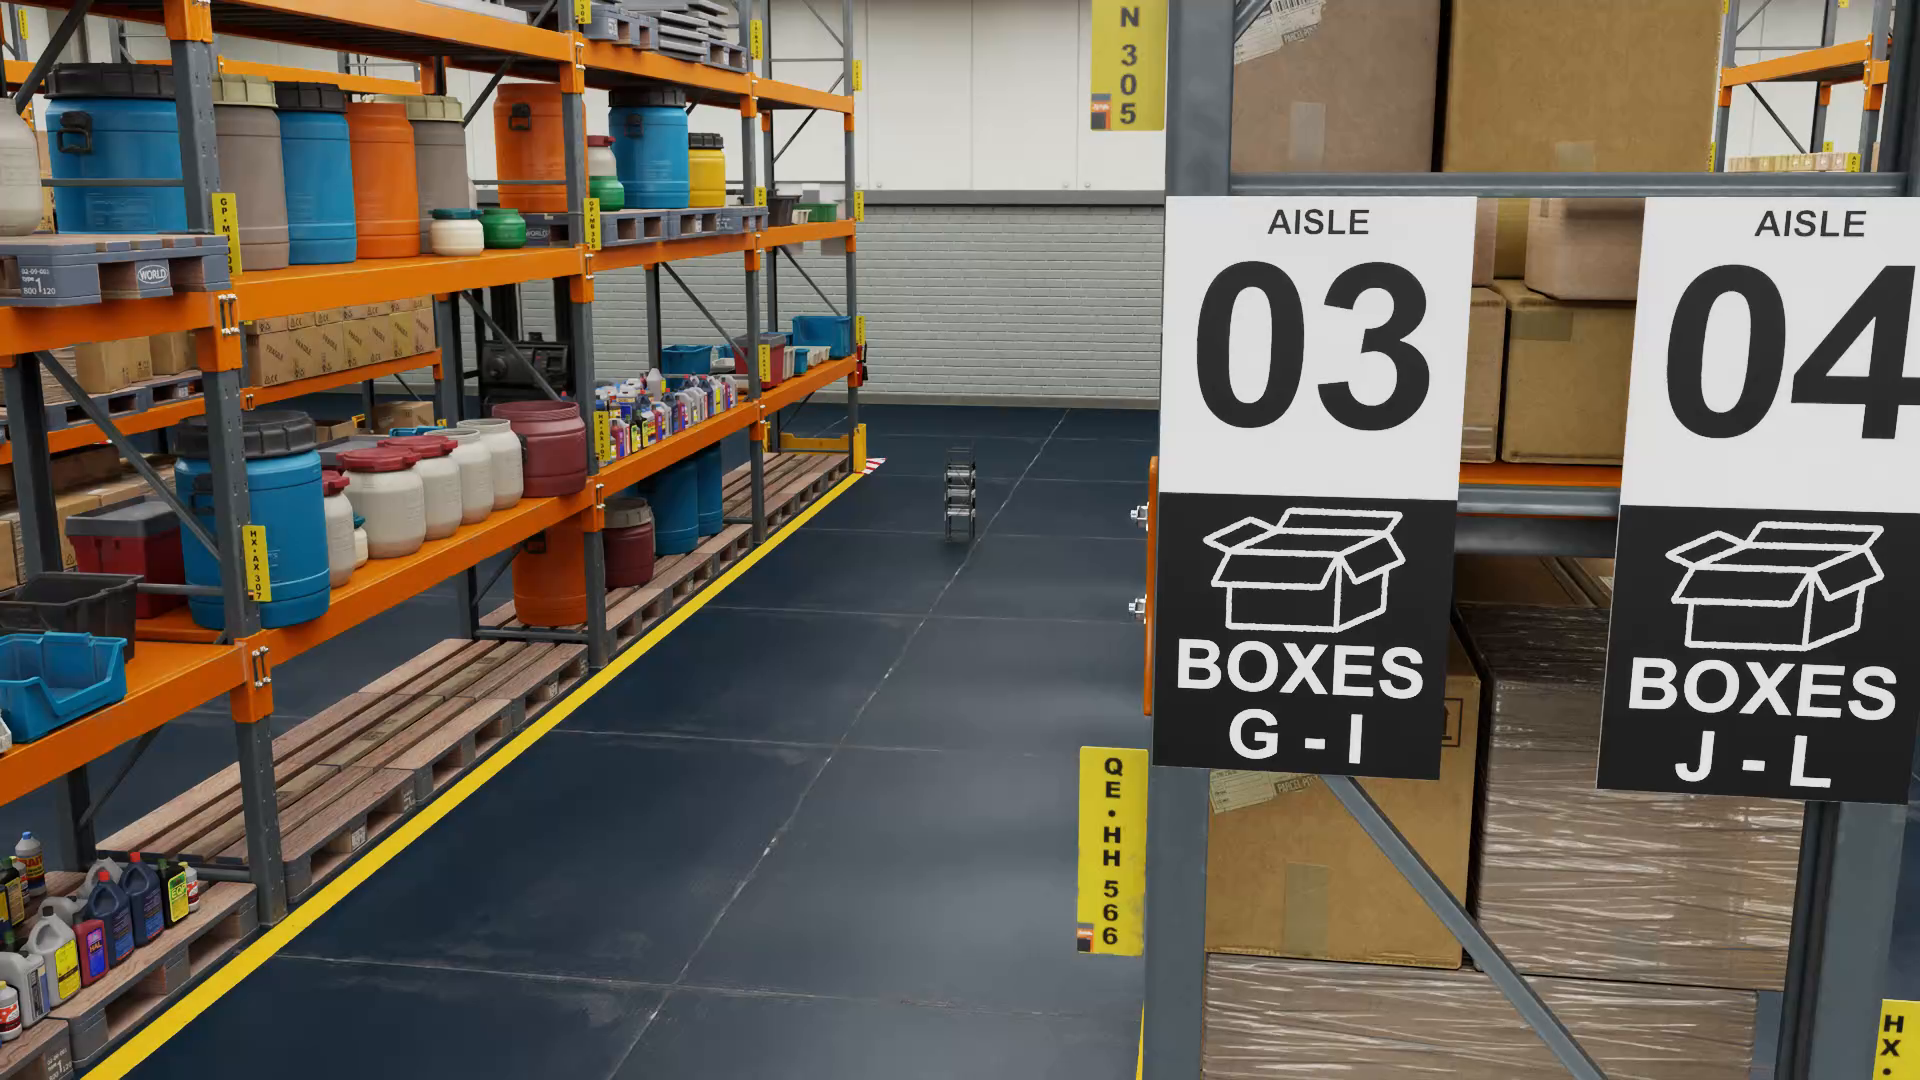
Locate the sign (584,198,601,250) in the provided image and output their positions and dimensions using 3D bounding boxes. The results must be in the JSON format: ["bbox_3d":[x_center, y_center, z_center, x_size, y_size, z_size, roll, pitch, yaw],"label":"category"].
[{"bbox_3d":[-2.347,-2.017,10.618,0.100,0.325,0.005,2,12,9],"label":"sign"}]

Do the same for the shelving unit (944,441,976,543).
[{"bbox_3d":[0.001,-0.442,15.163,0.258,0.900,0.210,2,12,9],"label":"shelving unit"}]

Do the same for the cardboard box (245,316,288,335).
[{"bbox_3d":[-6.820,-2.239,15.907,0.500,0.500,0.500,2,12,10],"label":"cardboard box"}]

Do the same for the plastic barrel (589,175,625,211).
[{"bbox_3d":[-2.502,-2.427,11.643,0.294,0.245,0.294,0,12,0],"label":"plastic barrel"}]

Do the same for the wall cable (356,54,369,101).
[{"bbox_3d":[-7.555,-7.566,24.381,3.097,2.526,0.112,2,12,9],"label":"wall cable"}]

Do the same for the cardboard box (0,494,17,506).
[{"bbox_3d":[-7.794,-0.083,13.402,0.500,0.500,0.500,1,12,7],"label":"cardboard box"}]

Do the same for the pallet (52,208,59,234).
[{"bbox_3d":[-7.497,-2.637,13.693,1.213,0.211,1.003,2,12,9],"label":"pallet"}]

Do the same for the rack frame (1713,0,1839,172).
[{"bbox_3d":[8.118,-4.874,16.506,1.000,3.000,0.127,2,12,9],"label":"rack frame"}]

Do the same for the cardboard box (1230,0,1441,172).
[{"bbox_3d":[0.760,-1.028,3.651,0.500,0.500,0.500,2,12,9],"label":"cardboard box"}]

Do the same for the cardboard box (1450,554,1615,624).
[{"bbox_3d":[1.210,0.315,3.351,0.500,0.500,0.500,2,12,9],"label":"cardboard box"}]

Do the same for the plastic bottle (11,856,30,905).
[{"bbox_3d":[-4.005,1.441,7.043,0.097,0.201,0.097,0,12,0],"label":"plastic bottle"}]

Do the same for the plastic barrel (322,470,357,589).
[{"bbox_3d":[-3.143,-0.044,8.012,0.433,0.535,0.433,0,12,0],"label":"plastic barrel"}]

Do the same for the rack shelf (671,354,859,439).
[{"bbox_3d":[-1.969,-1.516,16.870,1.077,0.370,4.000,2,12,9],"label":"rack shelf"}]

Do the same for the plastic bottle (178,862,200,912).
[{"bbox_3d":[-3.255,1.453,6.986,0.097,0.201,0.097,0,12,0],"label":"plastic bottle"}]

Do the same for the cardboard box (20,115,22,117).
[{"bbox_3d":[-7.555,-3.086,12.721,0.500,0.500,0.500,2,12,9],"label":"cardboard box"}]

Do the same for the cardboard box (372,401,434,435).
[{"bbox_3d":[-6.396,-1.317,19.129,0.500,0.500,0.500,2,12,9],"label":"cardboard box"}]

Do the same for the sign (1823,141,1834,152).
[{"bbox_3d":[8.663,-3.818,16.626,0.100,0.325,0.005,2,12,9],"label":"sign"}]

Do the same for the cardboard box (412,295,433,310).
[{"bbox_3d":[-6.352,-2.881,18.887,0.500,0.500,0.500,2,12,8],"label":"cardboard box"}]

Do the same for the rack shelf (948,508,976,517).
[{"bbox_3d":[0.001,-0.233,15.208,0.258,0.077,0.200,2,12,9],"label":"rack shelf"}]

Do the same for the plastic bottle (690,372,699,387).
[{"bbox_3d":[-2.237,-1.229,13.952,0.144,0.351,0.185,2,12,9],"label":"plastic bottle"}]

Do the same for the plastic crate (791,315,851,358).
[{"bbox_3d":[-1.528,-2.254,18.364,0.616,0.435,0.499,2,12,9],"label":"plastic crate"}]

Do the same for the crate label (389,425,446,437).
[{"bbox_3d":[-3.312,-0.437,10.076,0.502,0.435,0.616,2,12,9],"label":"crate label"}]

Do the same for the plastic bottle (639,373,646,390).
[{"bbox_3d":[-2.775,-1.304,14.456,0.061,0.283,0.133,2,12,9],"label":"plastic bottle"}]

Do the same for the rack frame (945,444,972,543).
[{"bbox_3d":[-0.014,-0.420,15.065,0.240,0.900,0.006,2,12,9],"label":"rack frame"}]

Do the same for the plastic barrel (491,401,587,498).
[{"bbox_3d":[-2.664,-0.578,10.490,0.600,0.536,0.708,2,12,9],"label":"plastic barrel"}]

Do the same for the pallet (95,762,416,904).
[{"bbox_3d":[-3.425,1.413,8.193,1.003,0.211,1.213,2,12,9],"label":"pallet"}]

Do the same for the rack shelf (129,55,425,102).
[{"bbox_3d":[-6.863,-4.608,16.986,1.077,0.370,4.000,2,12,9],"label":"rack shelf"}]

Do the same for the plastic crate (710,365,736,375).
[{"bbox_3d":[-2.370,-1.587,16.006,0.437,0.125,0.590,2,12,9],"label":"plastic crate"}]

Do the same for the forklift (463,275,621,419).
[{"bbox_3d":[-4.475,-1.822,16.747,1.130,2.935,3.031,3,12,12],"label":"forklift"}]

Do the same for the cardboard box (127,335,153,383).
[{"bbox_3d":[-7.508,-1.630,14.458,0.700,0.500,0.500,4,13,18],"label":"cardboard box"}]

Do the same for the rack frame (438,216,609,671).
[{"bbox_3d":[-2.892,-0.618,10.998,1.000,3.000,0.127,2,12,9],"label":"rack frame"}]

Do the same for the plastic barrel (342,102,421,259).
[{"bbox_3d":[-3.333,-1.994,9.245,0.600,0.830,0.708,2,12,9],"label":"plastic barrel"}]

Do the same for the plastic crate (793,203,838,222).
[{"bbox_3d":[-1.531,-3.432,17.437,0.450,0.188,0.336,2,12,9],"label":"plastic crate"}]

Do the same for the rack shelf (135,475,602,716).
[{"bbox_3d":[-3.199,0.150,9.142,1.077,0.370,4.000,2,12,9],"label":"rack shelf"}]

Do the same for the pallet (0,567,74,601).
[{"bbox_3d":[-7.634,0.430,12.756,1.003,0.211,1.213,2,12,9],"label":"pallet"}]

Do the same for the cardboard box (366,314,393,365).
[{"bbox_3d":[-6.514,-2.180,18.007,0.500,0.500,0.500,2,12,9],"label":"cardboard box"}]

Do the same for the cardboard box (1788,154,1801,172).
[{"bbox_3d":[7.454,-3.285,14.476,0.380,0.149,0.250,2,12,8],"label":"cardboard box"}]

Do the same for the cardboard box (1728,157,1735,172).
[{"bbox_3d":[7.843,-3.714,16.464,0.380,0.149,0.250,2,12,8],"label":"cardboard box"}]

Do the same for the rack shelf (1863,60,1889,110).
[{"bbox_3d":[7.195,-3.078,10.828,1.077,0.370,4.000,2,12,9],"label":"rack shelf"}]

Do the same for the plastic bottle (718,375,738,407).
[{"bbox_3d":[-2.018,-1.298,14.446,0.152,0.276,0.135,2,12,9],"label":"plastic bottle"}]

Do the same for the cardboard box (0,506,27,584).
[{"bbox_3d":[-7.358,0.033,12.867,0.500,0.500,0.500,1,12,7],"label":"cardboard box"}]

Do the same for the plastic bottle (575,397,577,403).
[{"bbox_3d":[-2.966,-0.961,12.868,0.061,0.283,0.133,2,12,9],"label":"plastic bottle"}]

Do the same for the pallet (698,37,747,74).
[{"bbox_3d":[-2.374,-3.922,13.488,1.003,0.211,1.213,2,12,9],"label":"pallet"}]

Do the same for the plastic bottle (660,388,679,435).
[{"bbox_3d":[-2.264,-0.996,12.866,0.144,0.351,0.185,2,12,9],"label":"plastic bottle"}]

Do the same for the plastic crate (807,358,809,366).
[{"bbox_3d":[-1.713,-1.827,17.093,0.298,0.136,0.250,2,12,9],"label":"plastic crate"}]

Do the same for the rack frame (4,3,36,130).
[{"bbox_3d":[-11.451,-5.537,19.583,1.000,3.000,0.127,2,12,9],"label":"rack frame"}]

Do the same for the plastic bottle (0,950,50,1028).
[{"bbox_3d":[-3.429,1.615,6.056,0.152,0.276,0.135,2,12,10],"label":"plastic bottle"}]

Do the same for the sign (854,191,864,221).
[{"bbox_3d":[-1.115,-3.684,18.354,0.100,0.325,0.005,2,12,9],"label":"sign"}]

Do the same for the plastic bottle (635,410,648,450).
[{"bbox_3d":[-2.334,-0.812,12.172,0.061,0.283,0.133,2,12,9],"label":"plastic bottle"}]

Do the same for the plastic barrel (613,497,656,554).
[{"bbox_3d":[-2.661,-0.065,13.341,0.421,0.512,0.421,0,12,0],"label":"plastic barrel"}]

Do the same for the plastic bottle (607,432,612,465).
[{"bbox_3d":[-2.461,-0.658,11.489,0.097,0.271,0.097,0,12,0],"label":"plastic bottle"}]

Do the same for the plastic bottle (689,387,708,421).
[{"bbox_3d":[-2.152,-1.117,13.606,0.152,0.276,0.135,2,12,9],"label":"plastic bottle"}]
